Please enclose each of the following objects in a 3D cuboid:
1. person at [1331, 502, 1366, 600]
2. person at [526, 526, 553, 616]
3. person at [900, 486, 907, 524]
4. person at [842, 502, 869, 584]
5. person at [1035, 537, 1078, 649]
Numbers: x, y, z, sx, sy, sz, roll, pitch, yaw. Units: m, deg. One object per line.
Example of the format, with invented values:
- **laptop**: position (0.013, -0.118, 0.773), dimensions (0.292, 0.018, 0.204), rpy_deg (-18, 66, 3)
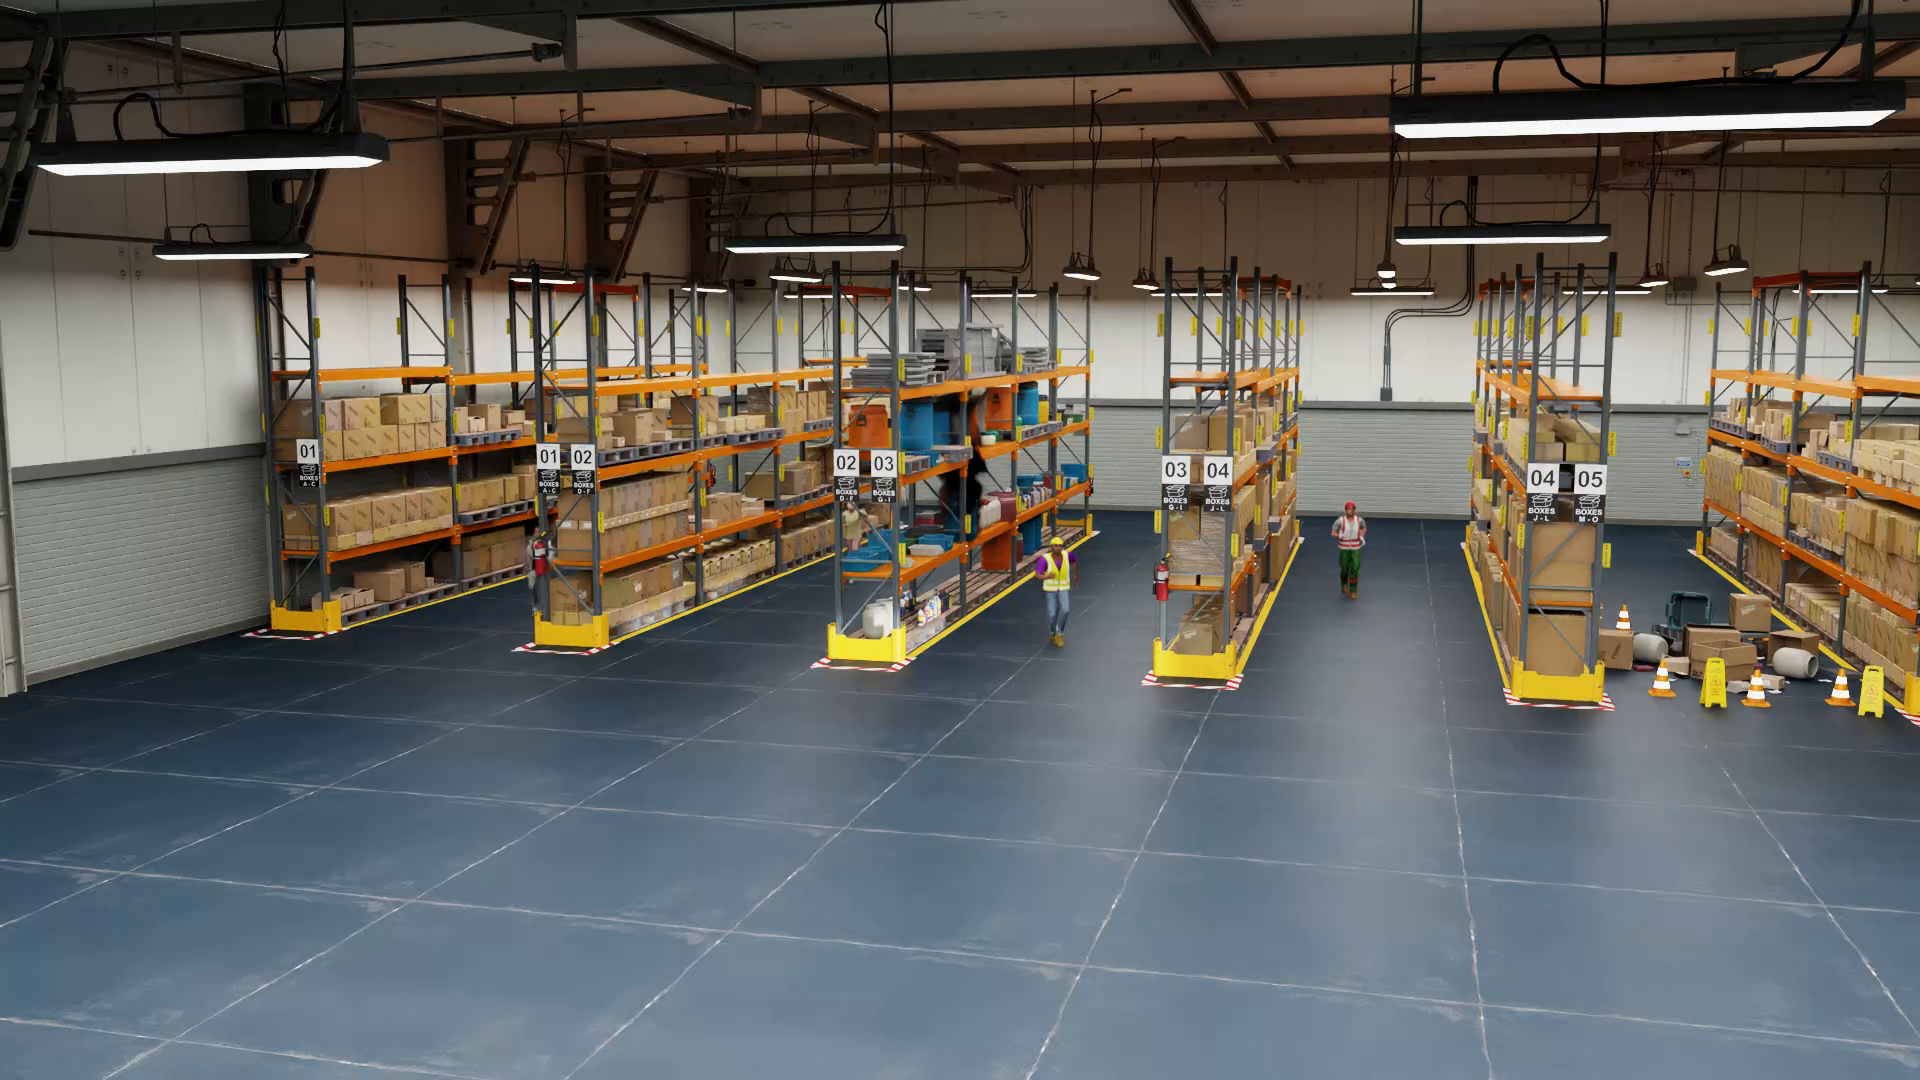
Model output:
- **person**: position (7.224, 0.172, 30.872), dimensions (0.657, 1.776, 0.968), rpy_deg (1, 7, 6)
- **person**: position (-7.338, 0.540, 28.959), dimensions (0.506, 1.592, 0.662), rpy_deg (0, 7, -1)
- **person**: position (-1.642, -1.236, 42.810), dimensions (0.628, 1.655, 0.494), rpy_deg (-6, 10, -41)
- **person**: position (-2.130, -0.013, 33.107), dimensions (0.599, 1.700, 0.820), rpy_deg (0, 7, 4)
- **person**: position (1.534, 0.811, 26.237), dimensions (0.732, 1.765, 0.816), rpy_deg (-1, 7, -8)
